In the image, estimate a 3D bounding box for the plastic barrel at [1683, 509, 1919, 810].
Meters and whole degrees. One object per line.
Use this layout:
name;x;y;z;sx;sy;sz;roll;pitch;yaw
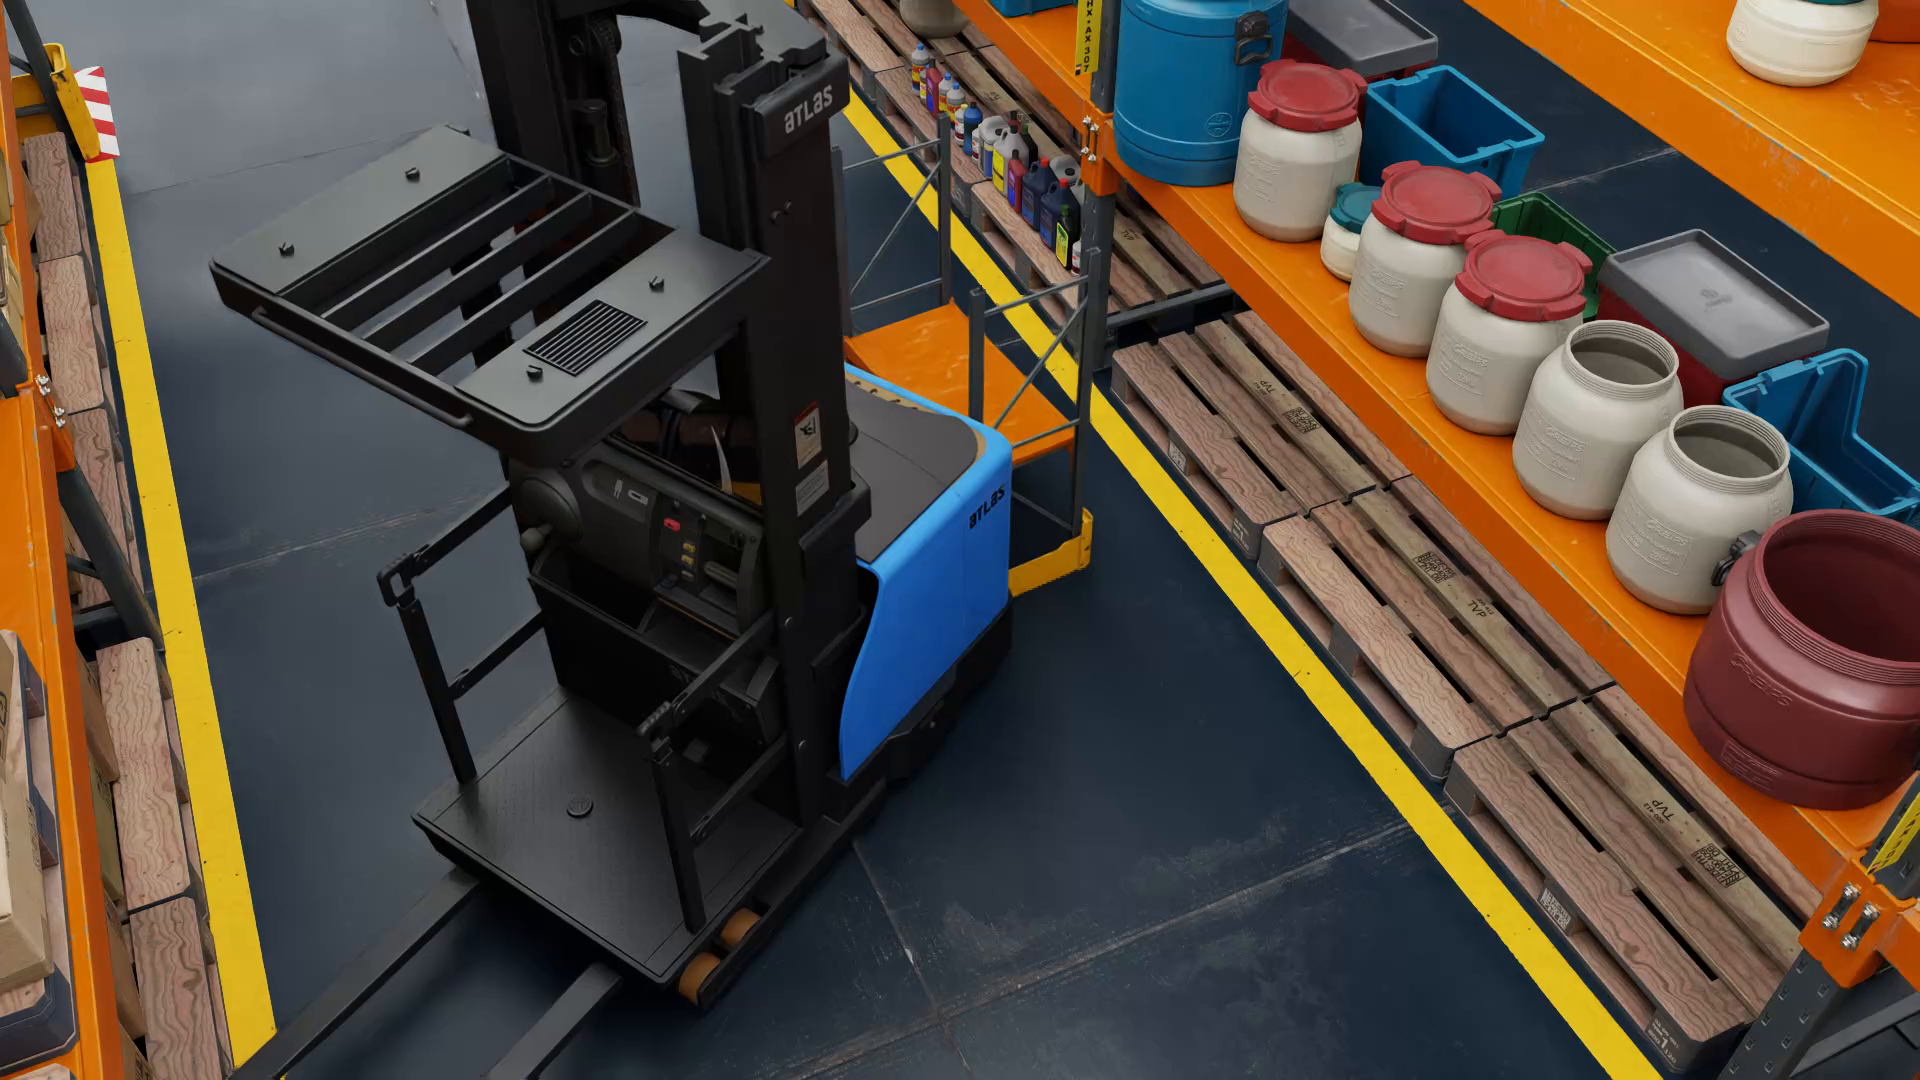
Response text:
plastic barrel;2.208;0.298;4.215;0.600;0.536;0.708;-18;47;-17

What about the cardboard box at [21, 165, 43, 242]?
cardboard box;-4.650;-1.568;7.685;0.500;0.500;0.500;-7;45;-7

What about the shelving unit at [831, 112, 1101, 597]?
shelving unit;0.001;-0.662;6.353;0.587;1.500;1.083;-22;49;-21

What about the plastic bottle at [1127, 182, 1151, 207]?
plastic bottle;0.903;-1.804;8.015;0.144;0.351;0.185;-18;47;-17

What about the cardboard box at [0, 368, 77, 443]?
cardboard box;-3.877;-0.422;6.523;0.500;0.500;0.500;-5;45;-5

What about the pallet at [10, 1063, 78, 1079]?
pallet;-2.212;1.661;3.067;1.213;0.211;1.003;-18;47;-17

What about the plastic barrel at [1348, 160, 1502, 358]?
plastic barrel;1.508;-0.902;5.432;0.433;0.535;0.433;0;45;0

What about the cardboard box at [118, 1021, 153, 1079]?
cardboard box;-2.605;1.619;4.440;0.700;0.500;0.500;-14;46;-14

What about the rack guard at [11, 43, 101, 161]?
rack guard;-5.147;-2.144;8.567;1.175;0.500;0.348;-18;47;-17

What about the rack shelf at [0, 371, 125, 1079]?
rack shelf;-2.657;0.997;4.116;1.077;0.370;4.000;-18;47;-17

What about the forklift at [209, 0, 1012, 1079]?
forklift;-1.058;0.035;4.627;1.130;2.935;3.031;26;50;24

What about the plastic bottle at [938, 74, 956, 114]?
plastic bottle;-0.062;-2.265;8.539;0.097;0.271;0.097;0;45;0

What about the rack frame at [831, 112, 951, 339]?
rack frame;-0.259;-0.976;6.671;0.500;1.500;0.032;-22;49;-21

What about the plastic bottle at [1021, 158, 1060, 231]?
plastic bottle;0.383;-1.657;7.867;0.144;0.351;0.185;-20;48;-19

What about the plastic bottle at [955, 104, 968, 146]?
plastic bottle;0.022;-2.113;8.435;0.097;0.201;0.097;0;45;0

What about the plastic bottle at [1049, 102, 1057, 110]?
plastic bottle;0.519;-2.359;8.684;0.097;0.201;0.097;0;45;0

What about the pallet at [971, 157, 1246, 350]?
pallet;0.752;-1.444;8.063;1.003;0.211;1.213;-18;47;-17

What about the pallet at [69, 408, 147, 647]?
pallet;-3.812;0.042;6.557;1.003;0.211;1.213;-18;47;-17

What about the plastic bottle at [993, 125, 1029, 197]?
plastic bottle;0.248;-1.863;8.075;0.144;0.351;0.185;-18;47;-18

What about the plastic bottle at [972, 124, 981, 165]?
plastic bottle;0.108;-1.982;8.302;0.097;0.201;0.097;0;45;0

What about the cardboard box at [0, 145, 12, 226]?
cardboard box;-3.809;-1.309;5.658;0.875;0.500;0.500;-18;47;-17

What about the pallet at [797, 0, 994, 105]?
pallet;-0.274;-2.999;9.639;1.003;0.211;1.213;-18;47;-17

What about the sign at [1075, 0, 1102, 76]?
sign;0.493;-1.939;6.383;0.100;0.325;0.005;-18;47;-17

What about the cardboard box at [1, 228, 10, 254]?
cardboard box;-3.539;-0.984;5.790;0.380;0.149;0.250;-18;47;-17

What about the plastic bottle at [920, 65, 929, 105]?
plastic bottle;-0.162;-2.392;8.718;0.097;0.201;0.097;0;45;0

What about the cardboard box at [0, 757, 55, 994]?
cardboard box;-2.312;0.784;3.628;0.500;0.250;0.500;-19;48;-19

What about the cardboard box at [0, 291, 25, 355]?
cardboard box;-3.315;-0.670;5.472;0.380;0.149;0.250;-18;47;-17

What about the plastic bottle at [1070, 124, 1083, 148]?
plastic bottle;0.652;-2.151;8.421;0.152;0.276;0.135;-18;47;-17

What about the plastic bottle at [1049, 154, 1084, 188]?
plastic bottle;0.507;-1.690;7.954;0.152;0.276;0.135;-18;47;-17

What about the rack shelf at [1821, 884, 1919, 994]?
rack shelf;3.519;2.084;3.015;1.077;0.370;4.000;-18;47;-17

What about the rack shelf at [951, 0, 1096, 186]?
rack shelf;0.155;-3.014;8.182;1.077;0.370;4.000;-18;47;-17

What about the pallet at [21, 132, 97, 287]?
pallet;-4.838;-1.513;8.133;1.003;0.211;1.213;-18;47;-17

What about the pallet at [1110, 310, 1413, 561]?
pallet;1.362;-0.514;7.121;1.003;0.211;1.213;-18;47;-17

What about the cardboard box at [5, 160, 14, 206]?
cardboard box;-3.720;-1.312;6.123;0.380;0.149;0.250;-18;47;-17

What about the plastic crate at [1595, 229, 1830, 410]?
plastic crate;2.276;-0.590;5.167;0.402;0.464;0.583;-18;47;-17

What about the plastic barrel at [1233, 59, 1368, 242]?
plastic barrel;1.200;-1.370;5.906;0.433;0.535;0.433;0;45;0

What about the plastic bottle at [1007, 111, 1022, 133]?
plastic bottle;0.279;-1.976;8.237;0.061;0.283;0.133;-18;47;-17

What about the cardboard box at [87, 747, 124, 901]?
cardboard box;-3.075;0.907;5.162;0.700;0.500;0.500;-18;47;-18

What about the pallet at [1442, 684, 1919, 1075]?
pallet;2.388;1.040;5.545;1.003;0.211;1.213;-18;47;-17

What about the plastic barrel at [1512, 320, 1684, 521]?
plastic barrel;1.875;-0.348;4.887;0.421;0.512;0.421;0;45;0

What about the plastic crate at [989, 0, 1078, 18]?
plastic crate;0.285;-2.568;7.323;0.499;0.251;0.616;-18;47;-17

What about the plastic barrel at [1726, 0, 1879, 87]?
plastic barrel;1.932;-1.207;3.800;0.301;0.262;0.301;0;45;0

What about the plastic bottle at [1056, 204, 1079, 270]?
plastic bottle;0.495;-1.395;7.649;0.061;0.283;0.133;-16;47;-15

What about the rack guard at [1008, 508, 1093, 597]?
rack guard;0.252;0.085;6.486;0.587;0.250;0.087;-22;49;-21

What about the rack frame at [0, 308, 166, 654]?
rack frame;-3.497;-0.533;5.155;1.000;3.000;0.127;-18;47;-17

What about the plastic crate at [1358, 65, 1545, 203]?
plastic crate;1.742;-1.379;6.024;0.392;0.384;0.575;-18;47;-17
